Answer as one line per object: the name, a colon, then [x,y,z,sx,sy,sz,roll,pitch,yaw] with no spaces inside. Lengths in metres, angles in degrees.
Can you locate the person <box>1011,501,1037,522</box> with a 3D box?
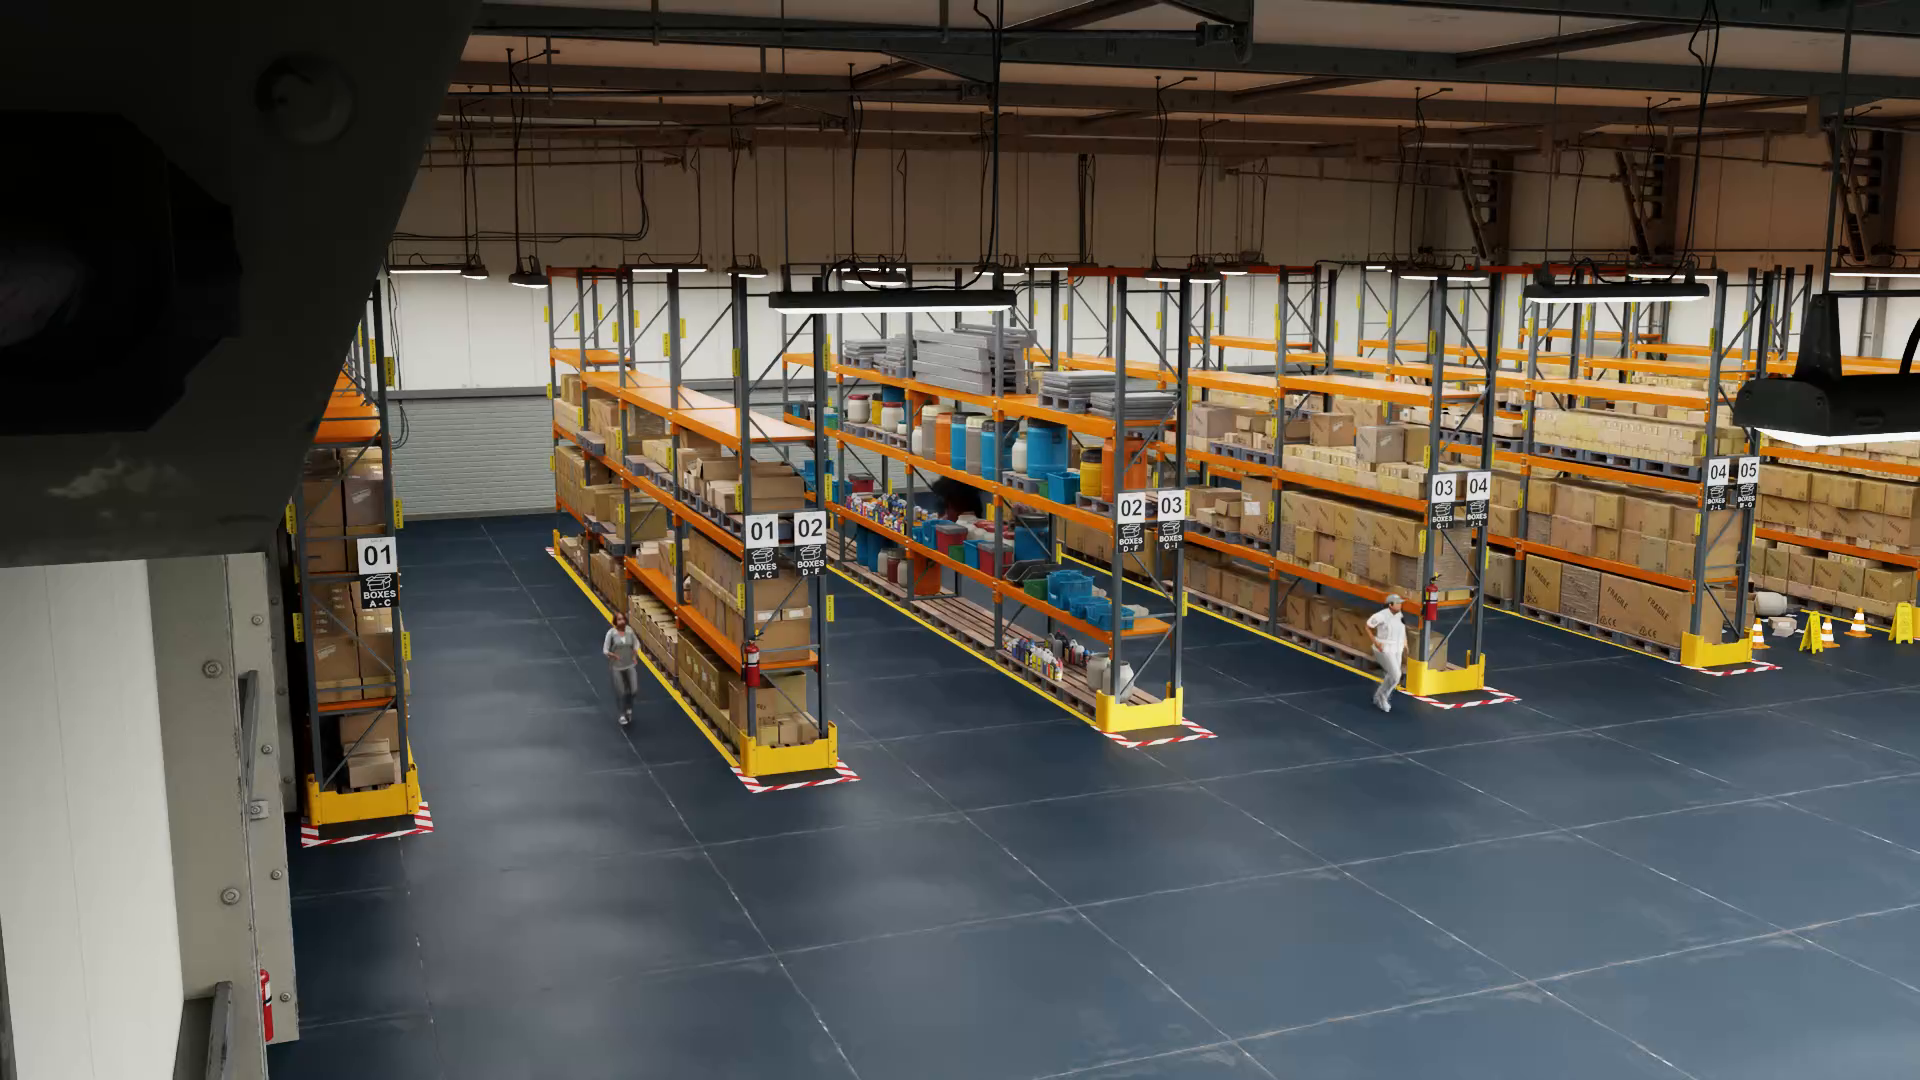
person: [1.243,-0.199,31.894,0.697,1.668,0.966,-6,11,-30]

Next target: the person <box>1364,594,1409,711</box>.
person: [5.963,1.554,23.022,0.625,1.636,0.600,-6,12,-32]

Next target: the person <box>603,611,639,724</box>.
person: [-4.488,1.729,22.224,0.524,1.544,0.537,-4,11,-24]
